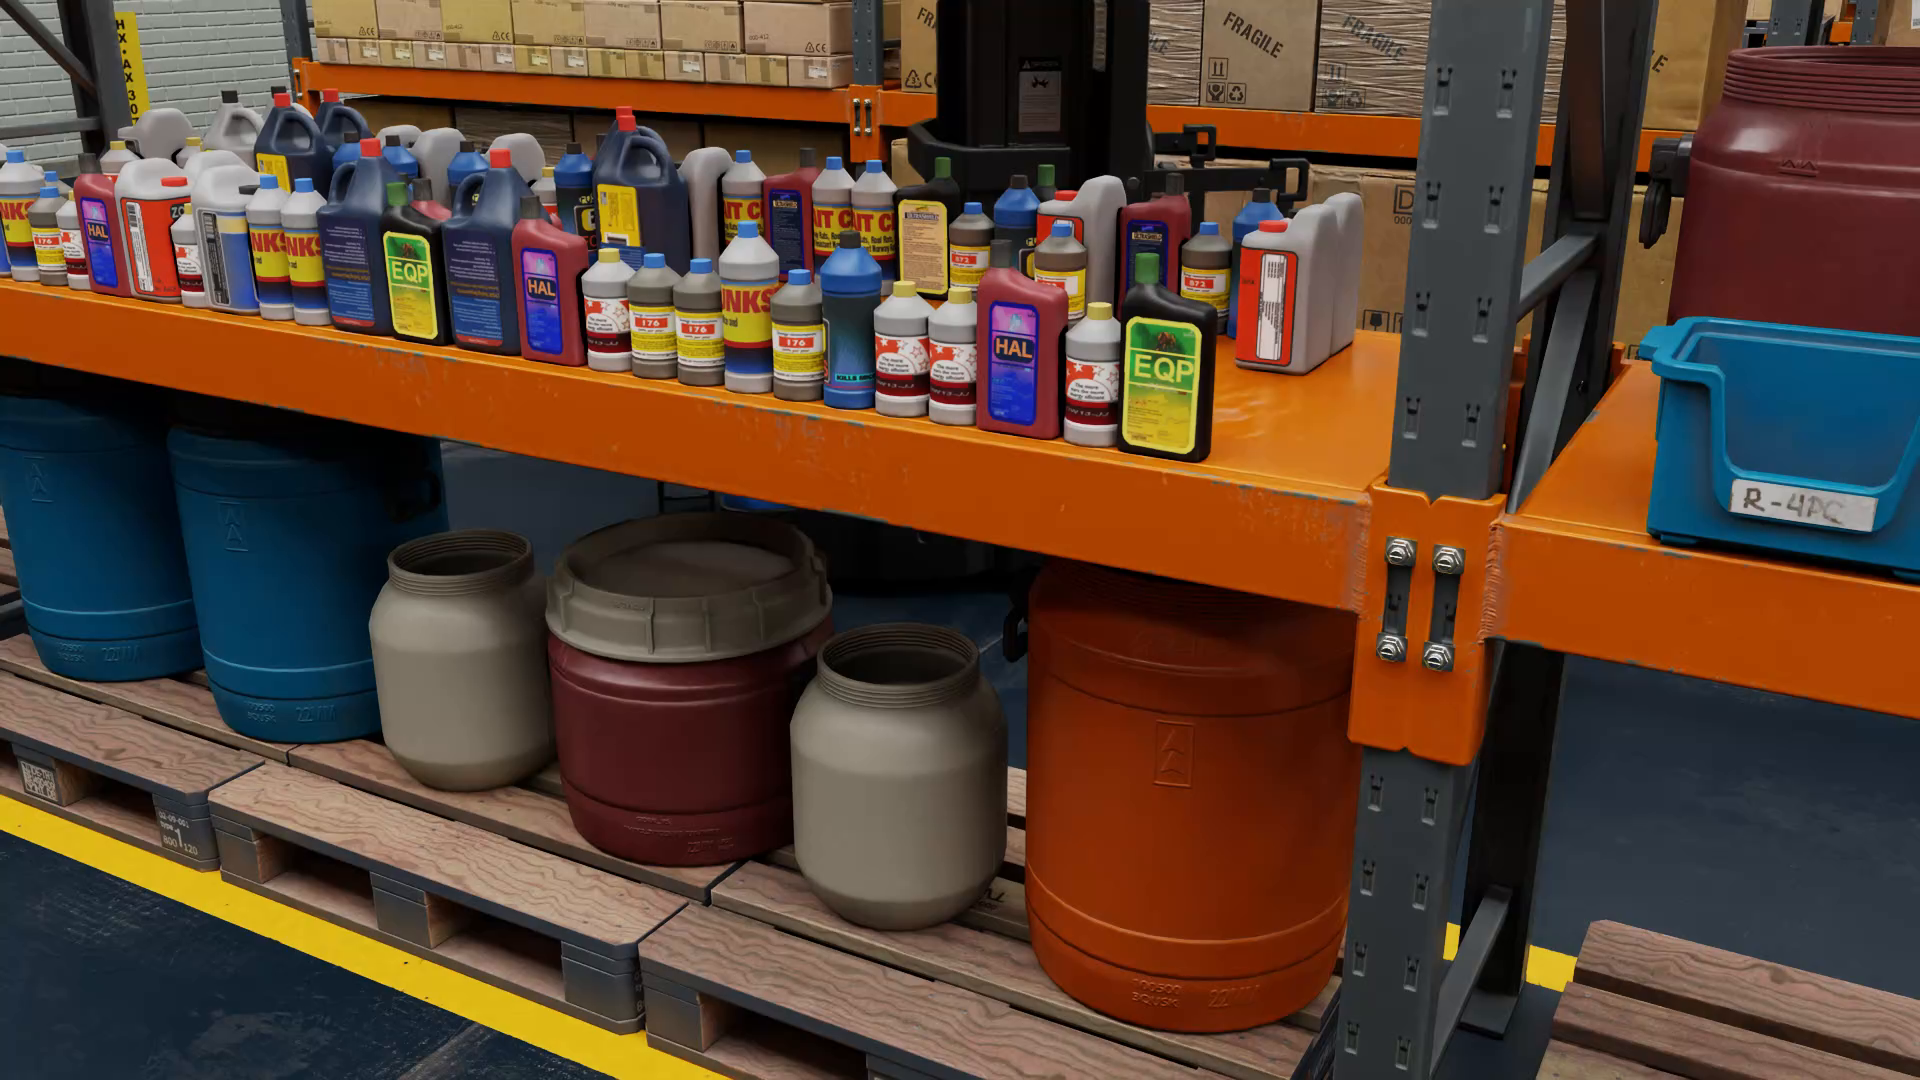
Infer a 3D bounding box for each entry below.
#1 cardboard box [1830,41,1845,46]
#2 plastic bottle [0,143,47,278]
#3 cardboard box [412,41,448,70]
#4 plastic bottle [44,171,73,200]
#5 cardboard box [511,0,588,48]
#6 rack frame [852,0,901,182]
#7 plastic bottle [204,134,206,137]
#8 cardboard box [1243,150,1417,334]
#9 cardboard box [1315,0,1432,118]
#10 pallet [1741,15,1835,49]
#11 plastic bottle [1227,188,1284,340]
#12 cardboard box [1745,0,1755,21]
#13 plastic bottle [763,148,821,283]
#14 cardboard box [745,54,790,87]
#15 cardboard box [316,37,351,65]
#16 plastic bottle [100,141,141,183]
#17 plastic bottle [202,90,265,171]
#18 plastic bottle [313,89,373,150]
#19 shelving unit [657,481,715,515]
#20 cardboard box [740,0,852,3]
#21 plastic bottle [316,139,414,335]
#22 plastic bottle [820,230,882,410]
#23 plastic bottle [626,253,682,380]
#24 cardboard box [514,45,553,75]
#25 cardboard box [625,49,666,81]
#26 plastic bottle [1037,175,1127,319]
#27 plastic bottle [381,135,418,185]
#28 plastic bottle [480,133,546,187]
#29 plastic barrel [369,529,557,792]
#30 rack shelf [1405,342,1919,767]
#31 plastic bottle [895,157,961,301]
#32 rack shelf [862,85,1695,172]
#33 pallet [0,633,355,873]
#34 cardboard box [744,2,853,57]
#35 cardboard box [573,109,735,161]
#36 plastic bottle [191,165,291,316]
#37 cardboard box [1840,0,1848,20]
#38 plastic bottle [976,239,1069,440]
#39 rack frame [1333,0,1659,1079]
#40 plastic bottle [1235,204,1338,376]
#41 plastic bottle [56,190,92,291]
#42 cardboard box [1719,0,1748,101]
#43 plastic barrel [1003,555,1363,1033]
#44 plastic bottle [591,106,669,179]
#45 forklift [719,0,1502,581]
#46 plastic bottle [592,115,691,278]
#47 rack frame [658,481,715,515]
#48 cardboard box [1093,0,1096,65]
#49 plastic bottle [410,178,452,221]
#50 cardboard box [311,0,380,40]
[{"bbox_3d":[10.217,-5.783,19.507,0.250,0.149,0.380,12,23,30],"label":"cardboard box"},{"bbox_3d":[-2.100,-0.729,3.657,0.135,0.276,0.152,11,23,27],"label":"plastic bottle"},{"bbox_3d":[-2.889,-2.775,9.485,0.250,0.149,0.380,10,22,26],"label":"cardboard box"},{"bbox_3d":[-2.055,-0.734,3.781,0.097,0.201,0.097,0,20,0],"label":"plastic bottle"},{"bbox_3d":[-2.075,-2.833,9.060,0.500,0.250,0.500,10,22,26],"label":"cardboard box"},{"bbox_3d":[-0.222,-2.513,8.394,0.127,3.000,1.000,11,23,27],"label":"rack frame"},{"bbox_3d":[-1.912,-0.989,4.365,0.133,0.283,0.061,11,23,27],"label":"plastic bottle"},{"bbox_3d":[1.903,-1.318,7.599,0.875,0.875,1.225,11,23,27],"label":"cardboard box"},{"bbox_3d":[1.831,-2.073,7.035,0.500,0.500,0.500,10,22,26],"label":"cardboard box"},{"bbox_3d":[5.103,-3.304,10.856,1.003,0.211,1.213,11,23,27],"label":"pallet"},{"bbox_3d":[0.546,-0.508,3.056,0.097,0.271,0.097,0,20,0],"label":"plastic bottle"},{"bbox_3d":[4.906,-3.374,10.520,0.250,0.149,0.380,11,23,27],"label":"cardboard box"},{"bbox_3d":[-0.352,-0.692,3.546,0.133,0.283,0.061,11,23,27],"label":"plastic bottle"},{"bbox_3d":[-0.873,-2.391,8.426,0.250,0.149,0.380,11,23,28],"label":"cardboard box"},{"bbox_3d":[-3.565,-2.903,9.837,0.250,0.149,0.380,11,23,28],"label":"cardboard box"},{"bbox_3d":[-2.180,-0.935,4.336,0.097,0.201,0.097,0,20,0],"label":"plastic bottle"},{"bbox_3d":[-1.746,-0.917,4.066,0.185,0.351,0.144,11,23,27],"label":"plastic bottle"},{"bbox_3d":[-1.514,-0.929,4.100,0.185,0.351,0.144,11,23,27],"label":"plastic bottle"},{"bbox_3d":[-1.017,-0.617,6.025,0.215,1.050,0.252,-3,20,-9],"label":"shelving unit"},{"bbox_3d":[-0.754,-2.932,8.232,0.500,0.500,0.500,12,23,29],"label":"cardboard box"},{"bbox_3d":[-1.101,-0.572,3.116,0.185,0.351,0.144,11,23,27],"label":"plastic bottle"},{"bbox_3d":[-0.170,-0.348,2.615,0.097,0.271,0.097,0,20,0],"label":"plastic bottle"},{"bbox_3d":[-0.510,-0.380,2.806,0.097,0.201,0.097,0,20,0],"label":"plastic bottle"},{"bbox_3d":[-2.222,-2.647,9.133,0.250,0.149,0.380,10,22,26],"label":"cardboard box"},{"bbox_3d":[-1.547,-2.519,8.779,0.250,0.149,0.380,11,23,28],"label":"cardboard box"},{"bbox_3d":[0.230,-0.560,3.192,0.135,0.276,0.152,11,23,27],"label":"plastic bottle"},{"bbox_3d":[-1.304,-0.801,3.864,0.097,0.271,0.097,0,20,0],"label":"plastic bottle"},{"bbox_3d":[-1.057,-0.805,3.868,0.135,0.276,0.152,11,23,27],"label":"plastic bottle"},{"bbox_3d":[-1.103,0.268,3.761,0.421,0.512,0.421,0,20,0],"label":"plastic barrel"},{"bbox_3d":[2.601,0.298,1.701,4.000,0.370,1.077,11,23,27],"label":"rack shelf"},{"bbox_3d":[-0.066,-0.638,3.395,0.133,0.283,0.061,11,23,27],"label":"plastic bottle"},{"bbox_3d":[1.524,-1.842,7.600,4.000,0.370,1.077,11,23,27],"label":"rack shelf"},{"bbox_3d":[-1.984,0.413,4.416,1.213,0.211,1.003,11,23,27],"label":"pallet"},{"bbox_3d":[-0.736,-2.578,8.356,0.500,0.250,0.500,10,22,26],"label":"cardboard box"},{"bbox_3d":[-1.545,-1.995,9.465,0.875,0.875,0.875,11,23,27],"label":"cardboard box"},{"bbox_3d":[-1.408,-0.597,3.294,0.135,0.276,0.152,11,23,27],"label":"plastic bottle"},{"bbox_3d":[7.798,-4.884,15.149,0.500,0.250,0.500,10,22,26],"label":"cardboard box"},{"bbox_3d":[0.092,-0.297,2.456,0.133,0.283,0.061,11,23,27],"label":"plastic bottle"},{"bbox_3d":[0.855,-0.373,2.495,0.127,3.000,1.000,11,23,27],"label":"rack frame"},{"bbox_3d":[0.560,-0.438,2.855,0.135,0.276,0.152,11,23,27],"label":"plastic bottle"},{"bbox_3d":[-1.842,-0.634,3.505,0.097,0.201,0.097,0,20,0],"label":"plastic bottle"},{"bbox_3d":[2.978,-2.057,6.989,0.500,0.500,0.500,12,23,29],"label":"cardboard box"},{"bbox_3d":[0.419,0.373,3.004,0.708,0.830,0.600,11,23,27],"label":"plastic barrel"},{"bbox_3d":[-0.714,-0.777,3.679,0.185,0.351,0.144,11,23,27],"label":"plastic bottle"},{"bbox_3d":[0.675,-1.419,5.480,3.031,2.935,1.130,-3,20,-8],"label":"forklift"},{"bbox_3d":[-0.671,-0.709,3.493,0.185,0.351,0.144,11,23,27],"label":"plastic bottle"},{"bbox_3d":[-0.998,-0.576,5.912,0.200,1.050,0.008,-3,20,-9],"label":"rack frame"},{"bbox_3d":[0.497,-2.326,7.731,0.500,0.500,0.500,11,23,27],"label":"cardboard box"},{"bbox_3d":[-0.953,-0.520,3.070,0.133,0.283,0.061,11,23,27],"label":"plastic bottle"},{"bbox_3d":[-3.427,-3.087,9.761,0.500,0.250,0.500,10,22,26],"label":"cardboard box"}]
